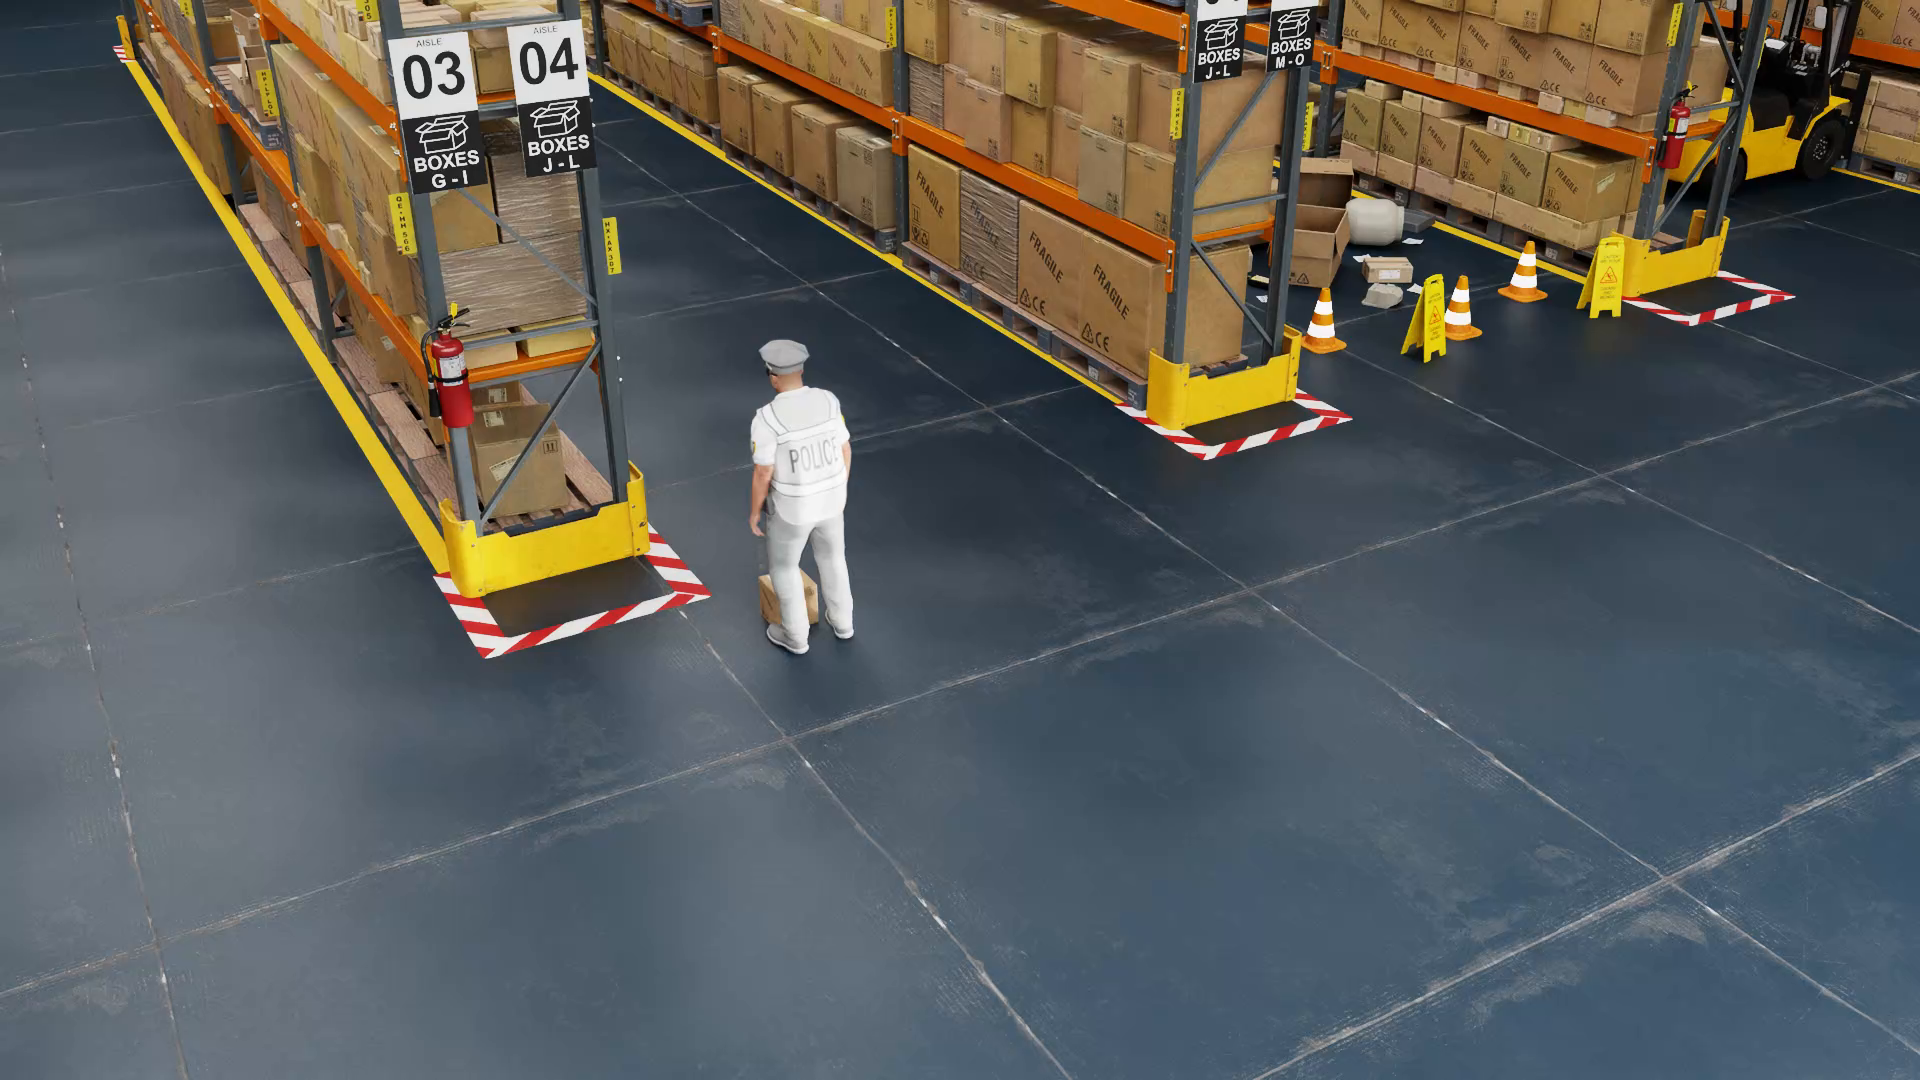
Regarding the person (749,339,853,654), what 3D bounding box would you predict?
[{"bbox_3d":[-0.838,-0.204,8.924,0.605,1.751,0.428,-18,33,-29],"label":"person"}]
